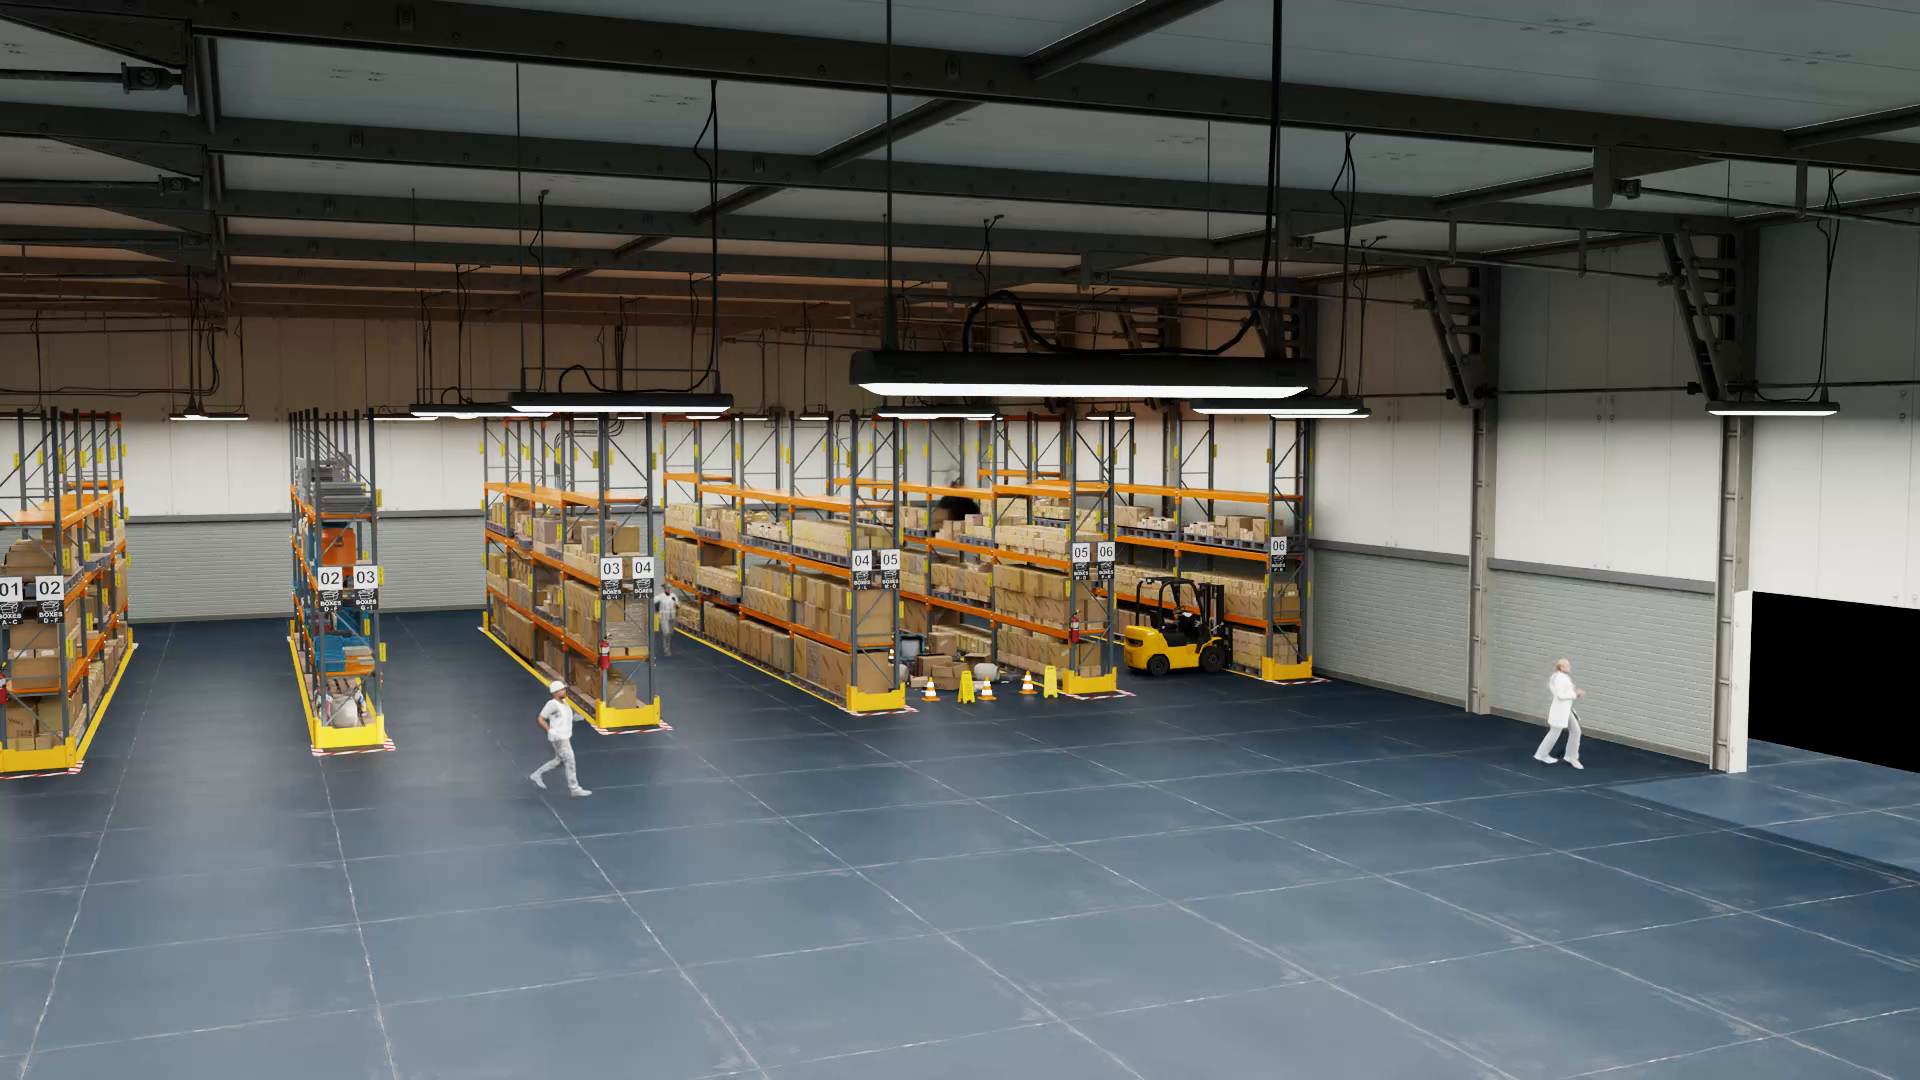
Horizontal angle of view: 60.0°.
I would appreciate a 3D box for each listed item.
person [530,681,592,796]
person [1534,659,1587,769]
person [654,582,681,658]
[{"bbox_3d":[-6.133,3.035,25.471,0.986,1.763,0.693,0,4,2],"label":"person"},{"bbox_3d":[10.014,2.891,27.690,0.819,1.834,0.698,3,5,34],"label":"person"},{"bbox_3d":[-7.231,1.956,41.082,0.640,1.839,0.837,-3,5,-36],"label":"person"}]
